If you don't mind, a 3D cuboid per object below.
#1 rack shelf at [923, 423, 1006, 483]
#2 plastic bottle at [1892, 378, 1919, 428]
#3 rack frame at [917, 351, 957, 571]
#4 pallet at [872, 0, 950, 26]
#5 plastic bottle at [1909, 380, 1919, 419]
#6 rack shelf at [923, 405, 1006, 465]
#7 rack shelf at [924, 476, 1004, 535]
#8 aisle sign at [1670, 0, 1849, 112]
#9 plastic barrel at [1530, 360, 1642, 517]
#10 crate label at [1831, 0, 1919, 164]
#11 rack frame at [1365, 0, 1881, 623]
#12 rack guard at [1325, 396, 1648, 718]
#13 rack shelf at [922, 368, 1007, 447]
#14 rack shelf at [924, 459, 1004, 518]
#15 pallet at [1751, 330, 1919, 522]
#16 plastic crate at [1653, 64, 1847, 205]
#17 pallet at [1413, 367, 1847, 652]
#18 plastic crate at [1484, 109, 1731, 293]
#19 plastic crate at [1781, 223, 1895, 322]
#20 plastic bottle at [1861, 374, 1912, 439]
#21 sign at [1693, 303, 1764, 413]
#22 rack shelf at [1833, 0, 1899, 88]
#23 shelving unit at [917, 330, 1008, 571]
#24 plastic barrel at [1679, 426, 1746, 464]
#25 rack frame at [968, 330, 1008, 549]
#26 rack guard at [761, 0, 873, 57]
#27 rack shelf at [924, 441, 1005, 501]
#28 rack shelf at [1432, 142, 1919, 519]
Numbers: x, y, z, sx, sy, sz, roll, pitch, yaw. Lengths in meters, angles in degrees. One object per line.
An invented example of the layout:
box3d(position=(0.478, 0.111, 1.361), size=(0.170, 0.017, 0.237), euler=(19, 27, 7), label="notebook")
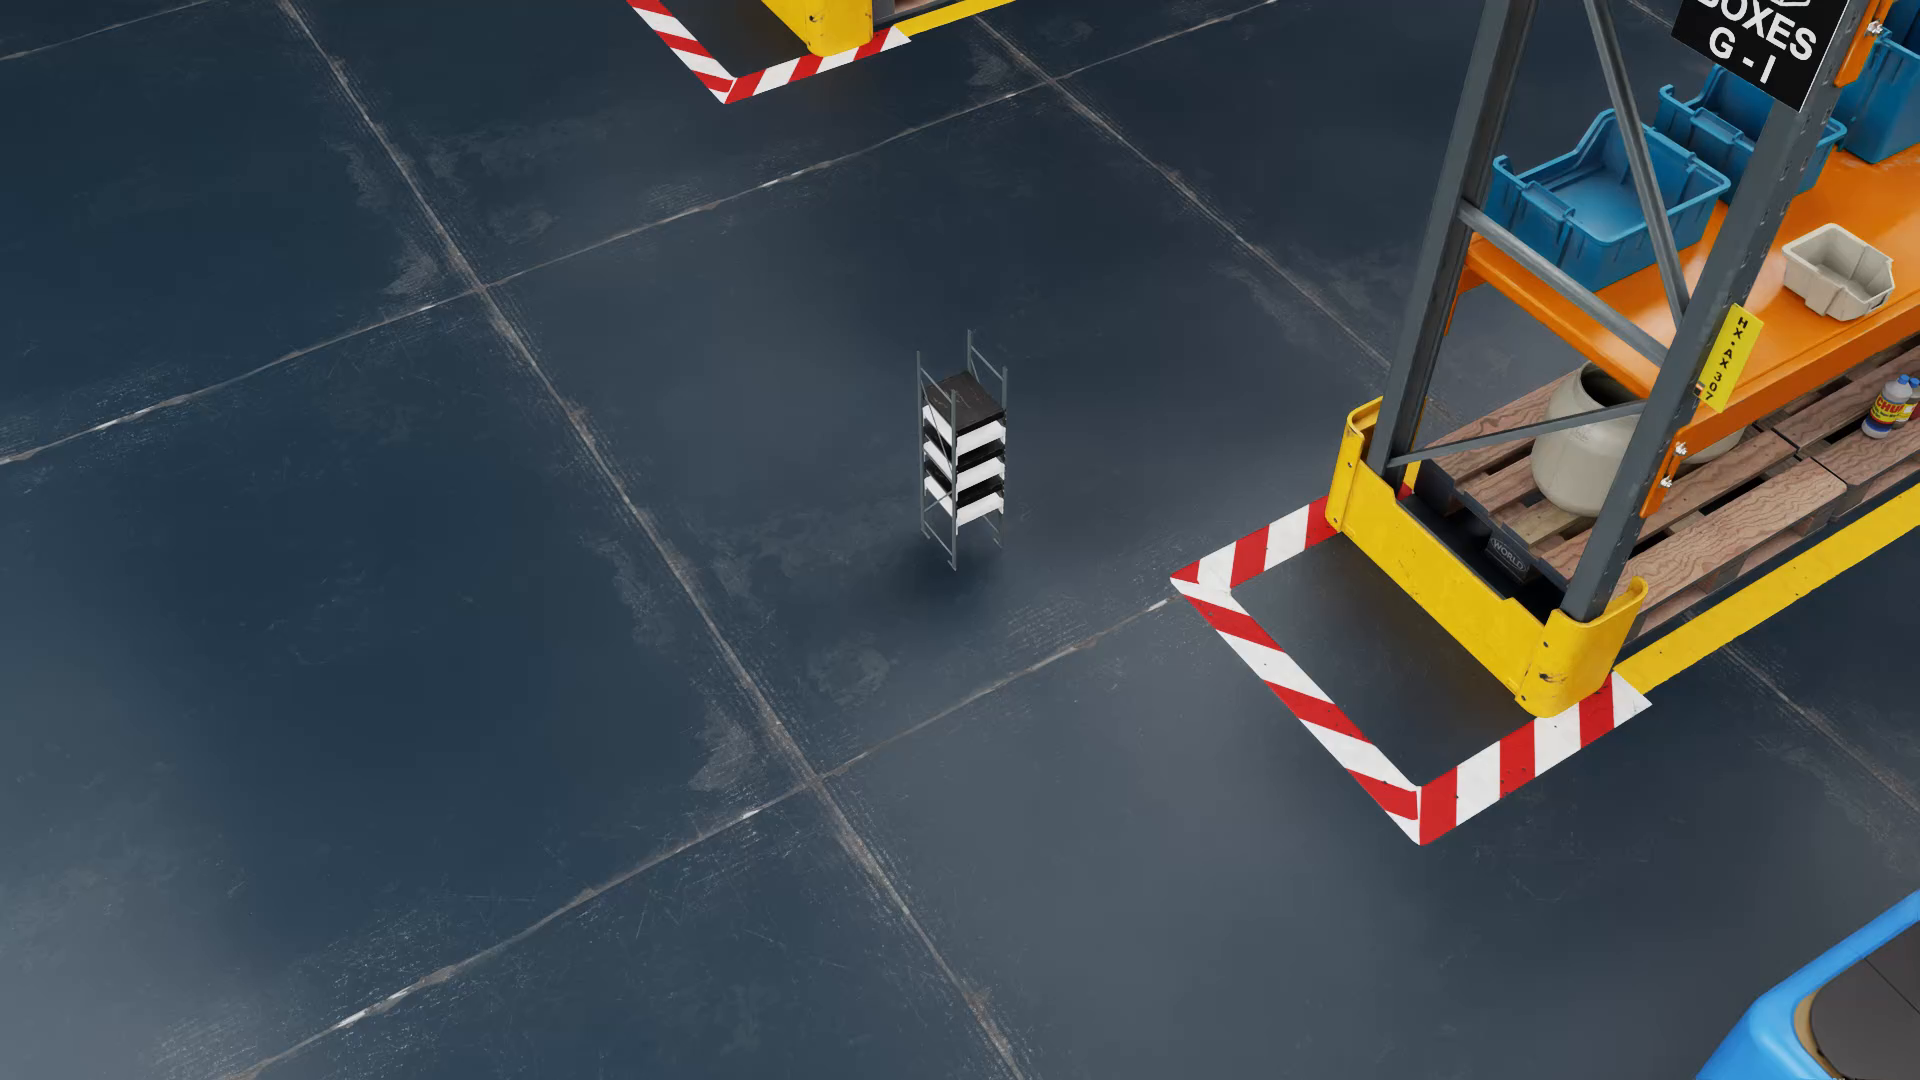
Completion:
box3d(position=(0.007, -0.340, 5.874), size=(0.200, 0.077, 0.258), euler=(-25, 53, -21), label="rack shelf")
box3d(position=(3.570, -0.528, 6.291), size=(0.097, 0.201, 0.097), euler=(0, 48, 0), label="plastic bottle")
box3d(position=(-0.079, -0.262, 5.881), size=(0.006, 0.900, 0.240), euler=(-25, 53, -21), label="rack frame")
box3d(position=(-0.233, -3.279, 9.029), size=(1.213, 0.211, 1.003), euler=(-25, 53, -21), label="pallet")
box3d(position=(3.683, -0.593, 6.293), size=(0.133, 0.283, 0.061), euler=(-24, 53, -20), label="plastic bottle")
box3d(position=(0.007, -0.400, 5.807), size=(0.200, 0.077, 0.258), euler=(-25, 53, -21), label="rack shelf")
box3d(position=(0.007, -0.161, 6.076), size=(0.200, 0.077, 0.258), euler=(-25, 53, -21), label="rack shelf")
box3d(position=(1.878, -1.396, 3.744), size=(0.004, 0.787, 0.394), euler=(-25, 53, -21), label="aisle sign")
box3d(position=(2.298, -0.368, 5.954), size=(0.421, 0.512, 0.421), euler=(0, 48, 0), label="plastic barrel")
box3d(position=(3.195, -1.661, 5.697), size=(0.616, 0.435, 0.502), euler=(-25, 53, -21), label="crate label")
box3d(position=(1.783, -0.745, 4.905), size=(0.127, 3.000, 1.000), euler=(-25, 53, -21), label="rack frame")
box3d(position=(1.822, 0.026, 5.892), size=(0.348, 0.500, 1.175), euler=(-25, 53, -21), label="rack guard")
box3d(position=(0.007, -0.460, 5.740), size=(0.200, 0.077, 0.258), euler=(-25, 53, -21), label="rack shelf")
box3d(position=(0.007, -0.220, 6.009), size=(0.200, 0.077, 0.258), euler=(-25, 53, -21), label="rack shelf")
box3d(position=(3.542, -0.681, 6.715), size=(1.213, 0.211, 1.003), euler=(-25, 53, -21), label="pallet")
box3d(position=(2.598, -1.340, 5.534), size=(0.408, 0.251, 0.499), euler=(-25, 53, -21), label="plastic crate")
box3d(position=(2.512, -0.198, 6.285), size=(1.213, 0.211, 1.003), euler=(-25, 53, -21), label="pallet")
box3d(position=(2.046, -1.084, 5.307), size=(0.616, 0.251, 0.499), euler=(-25, 53, -21), label="plastic crate")
box3d(position=(2.711, -0.811, 5.140), size=(0.250, 0.136, 0.298), euler=(-25, 53, -21), label="plastic crate")
box3d(position=(3.482, -0.510, 6.228), size=(0.097, 0.271, 0.097), euler=(0, 48, 0), label="plastic bottle")
box3d(position=(2.072, -0.488, 4.491), size=(0.005, 0.325, 0.100), euler=(-25, 53, -21), label="sign")
box3d(position=(3.474, -2.301, 4.763), size=(4.000, 0.370, 1.077), euler=(-25, 53, -21), label="rack shelf")
box3d(position=(0.007, -0.302, 5.917), size=(0.210, 0.900, 0.258), euler=(-25, 53, -21), label="shelving unit")
box3d(position=(2.722, -0.568, 6.132), size=(0.421, 0.512, 0.421), euler=(0, 48, 0), label="plastic barrel")
box3d(position=(0.093, -0.343, 5.953), size=(0.006, 0.900, 0.240), euler=(-25, 53, -21), label="rack frame")
box3d(position=(-0.878, -3.034, 8.618), size=(0.348, 0.500, 1.175), euler=(-25, 53, -21), label="rack guard")
box3d(position=(0.007, -0.280, 5.942), size=(0.200, 0.077, 0.258), euler=(-25, 53, -21), label="rack shelf")
box3d(position=(3.474, -1.303, 5.884), size=(4.000, 0.370, 1.077), euler=(-25, 53, -21), label="rack shelf")
